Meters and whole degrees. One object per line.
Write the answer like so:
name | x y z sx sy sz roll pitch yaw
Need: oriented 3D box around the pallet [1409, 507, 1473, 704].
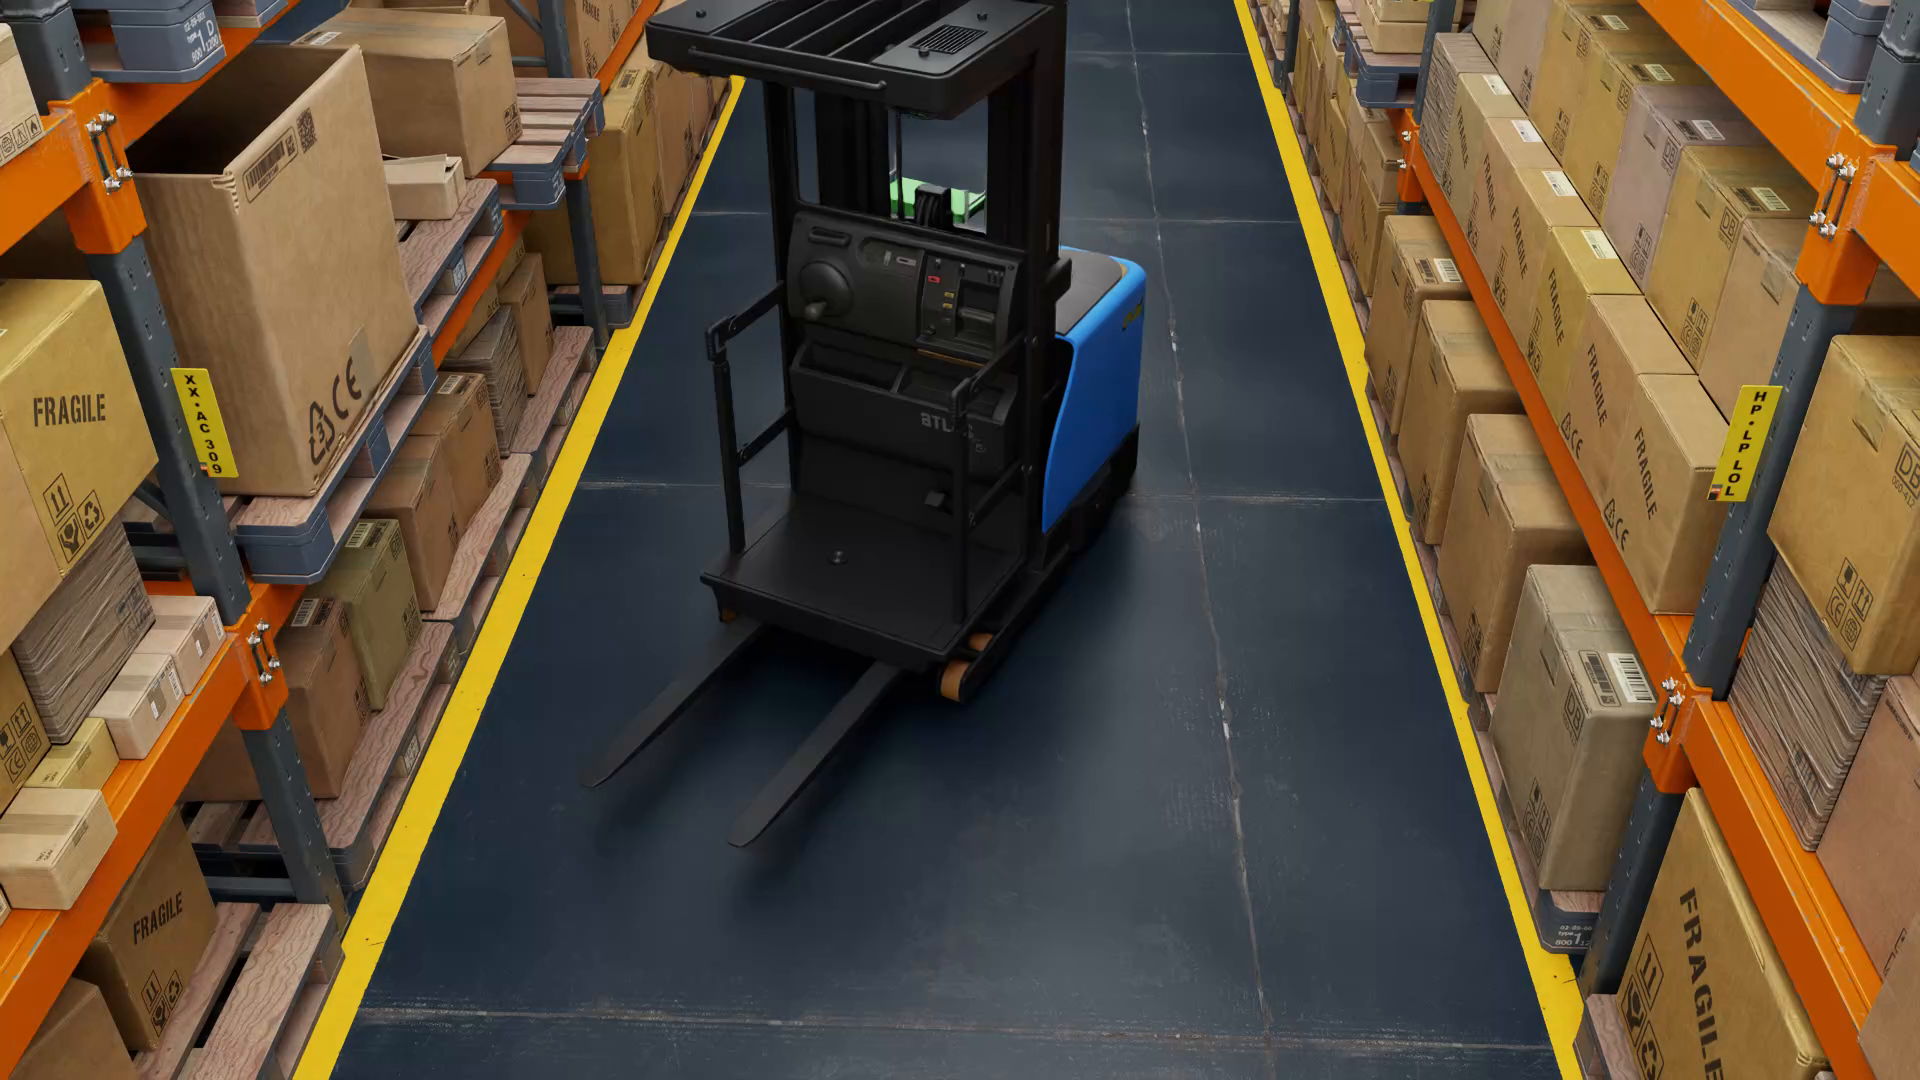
pallet | 2.448 0.210 6.767 1.003 0.211 1.213 1 35 2

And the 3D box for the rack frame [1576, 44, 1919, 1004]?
rack frame | 2.446 0.217 4.332 1.000 3.000 0.127 1 35 2

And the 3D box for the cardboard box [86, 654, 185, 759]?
cardboard box | -2.240 0.421 4.260 0.380 0.149 0.250 1 35 2

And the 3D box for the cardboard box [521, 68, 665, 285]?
cardboard box | -2.296 -1.952 8.901 1.225 0.875 0.875 0 35 0

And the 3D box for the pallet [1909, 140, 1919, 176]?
pallet | 2.403 -0.504 2.827 1.003 0.211 1.213 1 35 2

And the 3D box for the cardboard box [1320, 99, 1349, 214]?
cardboard box | 2.402 -2.216 9.604 0.500 0.500 0.500 0 35 0

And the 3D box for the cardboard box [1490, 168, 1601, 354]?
cardboard box | 2.259 -1.002 5.980 0.500 0.500 0.500 1 35 1

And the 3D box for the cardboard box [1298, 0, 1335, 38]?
cardboard box | 2.474 -3.416 10.659 0.500 0.250 0.500 0 35 0

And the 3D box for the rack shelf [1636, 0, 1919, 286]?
rack shelf | 2.527 -1.865 5.311 1.077 0.370 4.000 1 35 2

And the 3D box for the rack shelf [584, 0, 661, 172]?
rack shelf | -2.264 -3.108 9.690 1.077 0.370 4.000 1 35 2

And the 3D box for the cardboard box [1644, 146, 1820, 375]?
cardboard box | 2.479 -0.814 4.842 0.700 0.500 0.500 1 35 1

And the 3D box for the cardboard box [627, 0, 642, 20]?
cardboard box | -2.018 -3.158 9.048 0.500 0.500 0.500 1 35 1

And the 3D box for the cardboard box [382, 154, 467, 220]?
cardboard box | -2.142 -1.406 6.393 0.396 0.266 0.258 0 35 1

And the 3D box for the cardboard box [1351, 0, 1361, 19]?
cardboard box | 2.189 -2.734 8.385 0.380 0.149 0.250 2 35 3

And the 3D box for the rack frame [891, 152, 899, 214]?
rack frame | -0.342 -1.255 7.992 0.015 1.200 0.240 17 39 23

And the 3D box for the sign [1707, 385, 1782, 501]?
sign | 1.904 -0.231 4.032 0.100 0.325 0.005 1 35 2

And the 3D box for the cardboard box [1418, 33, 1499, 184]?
cardboard box | 2.319 -1.870 7.215 0.500 0.500 0.500 2 35 2

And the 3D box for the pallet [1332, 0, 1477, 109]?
pallet | 2.529 -2.414 8.243 1.213 0.211 1.003 1 35 2

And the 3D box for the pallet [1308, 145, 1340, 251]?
pallet | 2.692 -2.088 10.037 1.003 0.211 1.213 1 35 2

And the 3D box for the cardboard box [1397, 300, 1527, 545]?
cardboard box | 2.461 -0.482 6.919 1.050 0.750 0.750 2 35 3

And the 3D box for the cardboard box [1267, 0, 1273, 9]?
cardboard box | 2.454 -4.005 12.195 0.380 0.149 0.250 0 35 0

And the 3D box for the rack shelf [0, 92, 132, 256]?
rack shelf | -2.586 0.261 2.287 1.077 0.370 4.000 1 35 2

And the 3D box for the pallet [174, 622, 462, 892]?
pallet | -2.476 0.738 6.016 1.003 0.211 1.213 1 35 2

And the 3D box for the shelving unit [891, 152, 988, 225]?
shelving unit | -0.128 -1.188 7.897 0.503 1.200 0.258 17 39 23

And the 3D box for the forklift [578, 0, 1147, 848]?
forklift | -0.317 -0.873 5.943 1.130 2.935 3.031 17 38 22

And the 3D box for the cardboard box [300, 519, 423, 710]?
cardboard box | -2.421 0.262 6.060 0.700 0.500 0.500 1 35 2

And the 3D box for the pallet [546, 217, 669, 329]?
pallet | -2.238 -1.564 9.292 1.003 0.211 1.213 1 35 2

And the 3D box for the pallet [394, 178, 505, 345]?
pallet | -2.383 -1.037 6.283 1.003 0.211 1.213 1 35 2

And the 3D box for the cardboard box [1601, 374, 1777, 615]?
cardboard box | 2.200 -0.130 4.739 0.500 0.500 0.500 1 35 2

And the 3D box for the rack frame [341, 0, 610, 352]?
rack frame | -2.345 -2.253 7.848 1.000 3.000 0.127 1 35 2

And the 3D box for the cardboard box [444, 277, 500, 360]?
cardboard box | -2.353 -1.027 7.242 0.500 0.250 0.500 5 35 7

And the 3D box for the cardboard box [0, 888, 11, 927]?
cardboard box | -2.350 0.850 3.650 0.380 0.149 0.250 1 35 2

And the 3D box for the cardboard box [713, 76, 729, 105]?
cardboard box | -2.190 -3.486 11.084 1.225 0.875 0.875 1 35 2

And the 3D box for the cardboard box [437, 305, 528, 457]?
cardboard box | -2.361 -0.706 7.438 0.700 0.500 0.500 -1 35 -2

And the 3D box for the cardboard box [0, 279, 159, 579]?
cardboard box | -2.249 -0.262 3.799 0.500 0.500 0.500 1 35 2

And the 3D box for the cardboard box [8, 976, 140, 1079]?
cardboard box | -2.577 1.454 4.382 0.500 0.500 0.500 12 37 17

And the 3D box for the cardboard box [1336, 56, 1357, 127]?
cardboard box | 2.418 -2.518 9.380 0.500 0.250 0.500 2 35 3

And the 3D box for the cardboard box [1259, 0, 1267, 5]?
cardboard box | 2.485 -4.212 12.749 0.380 0.149 0.250 1 35 2

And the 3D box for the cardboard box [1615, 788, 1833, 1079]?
cardboard box | 2.351 1.275 4.310 0.875 0.875 0.875 2 35 3

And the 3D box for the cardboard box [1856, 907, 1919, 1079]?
cardboard box | 2.305 0.992 3.099 0.875 0.550 0.550 1 35 2

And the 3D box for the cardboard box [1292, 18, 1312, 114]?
cardboard box | 2.473 -3.110 10.875 0.500 0.500 0.500 3 35 4

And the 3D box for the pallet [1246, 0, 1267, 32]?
pallet | 2.806 -4.328 13.224 1.003 0.211 1.213 1 35 2

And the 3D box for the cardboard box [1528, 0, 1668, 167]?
cardboard box | 2.542 -1.688 6.086 0.700 0.500 0.500 1 35 1
